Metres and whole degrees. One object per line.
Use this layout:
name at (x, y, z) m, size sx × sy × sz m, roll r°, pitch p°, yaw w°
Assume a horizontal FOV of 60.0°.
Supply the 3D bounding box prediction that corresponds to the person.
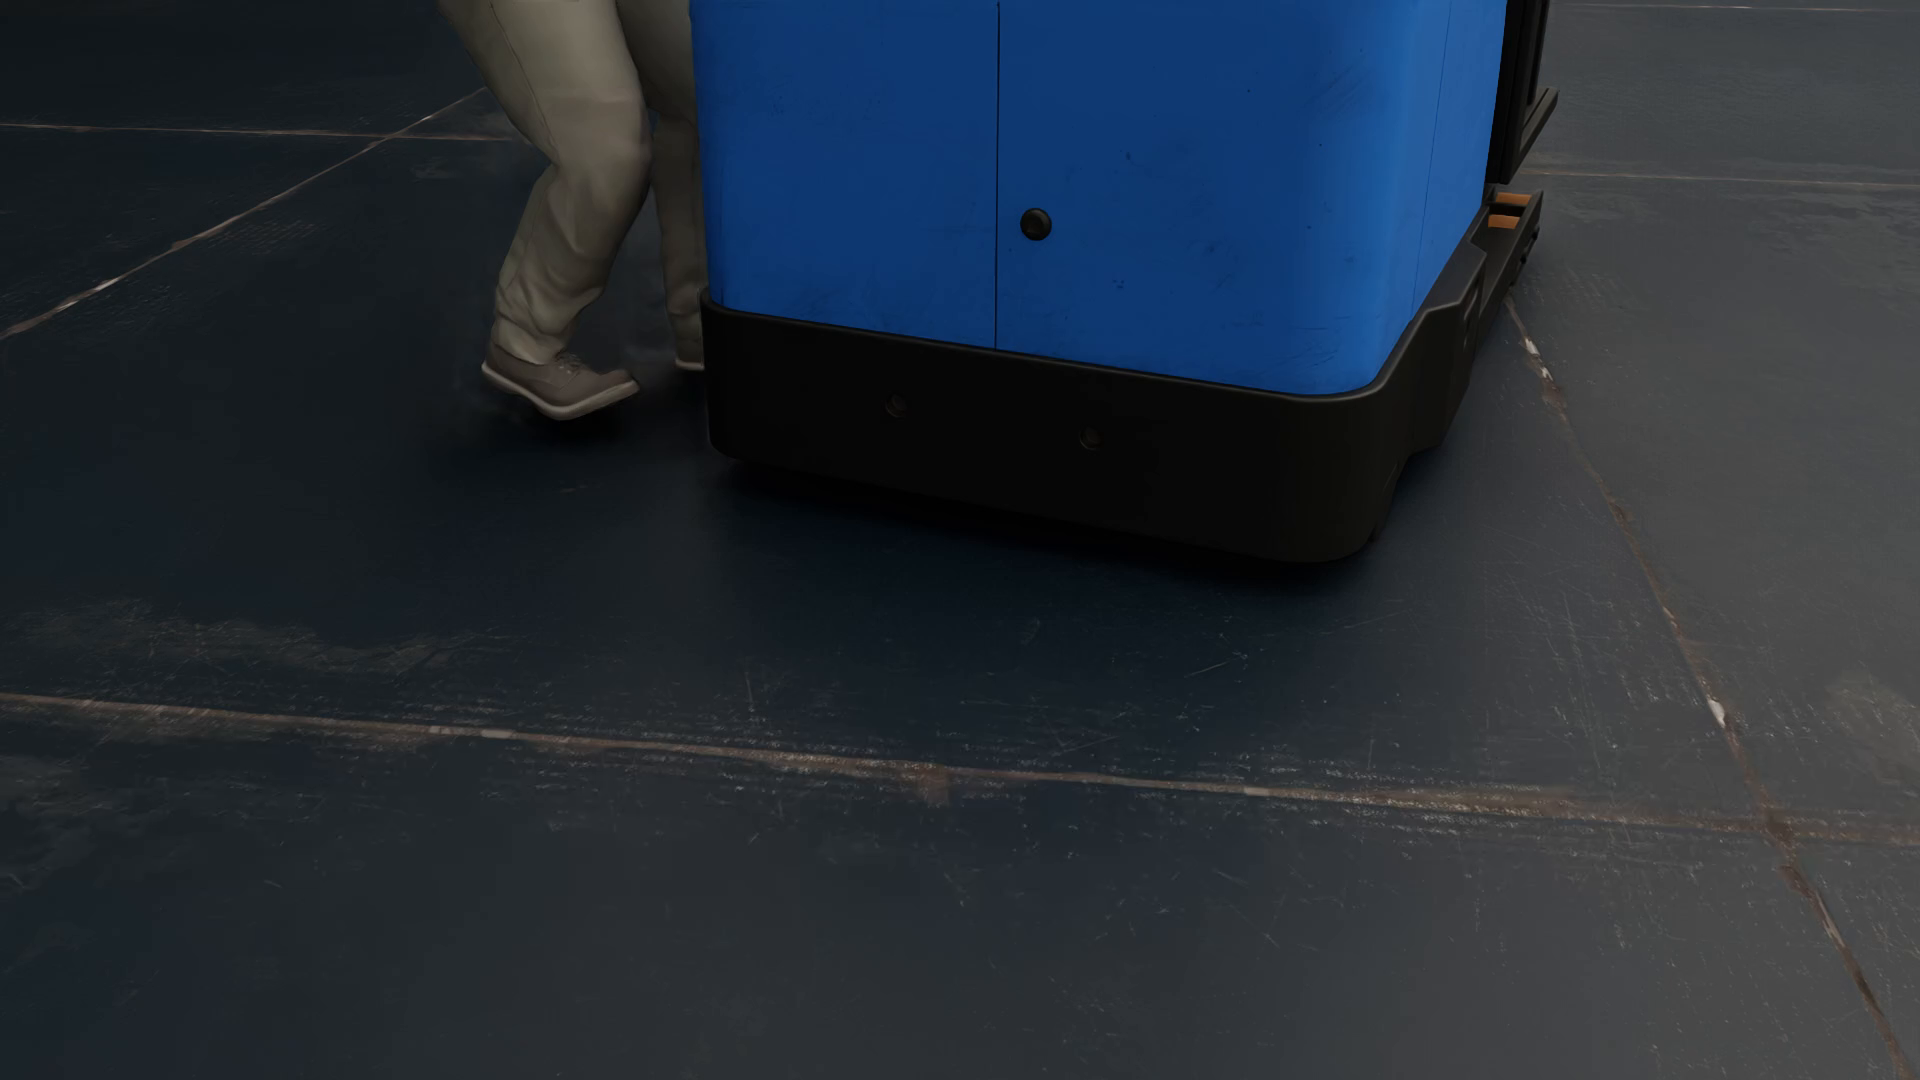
person at (-0.580, -1.009, 2.627) m, size 0.594 × 1.713 × 0.901 m, roll 9°, pitch 28°, yaw 17°

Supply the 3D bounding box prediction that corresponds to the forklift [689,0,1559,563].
forklift at (0.658, -1.912, 3.050) m, size 1.130 × 2.935 × 3.031 m, roll 11°, pitch 29°, yaw 21°
